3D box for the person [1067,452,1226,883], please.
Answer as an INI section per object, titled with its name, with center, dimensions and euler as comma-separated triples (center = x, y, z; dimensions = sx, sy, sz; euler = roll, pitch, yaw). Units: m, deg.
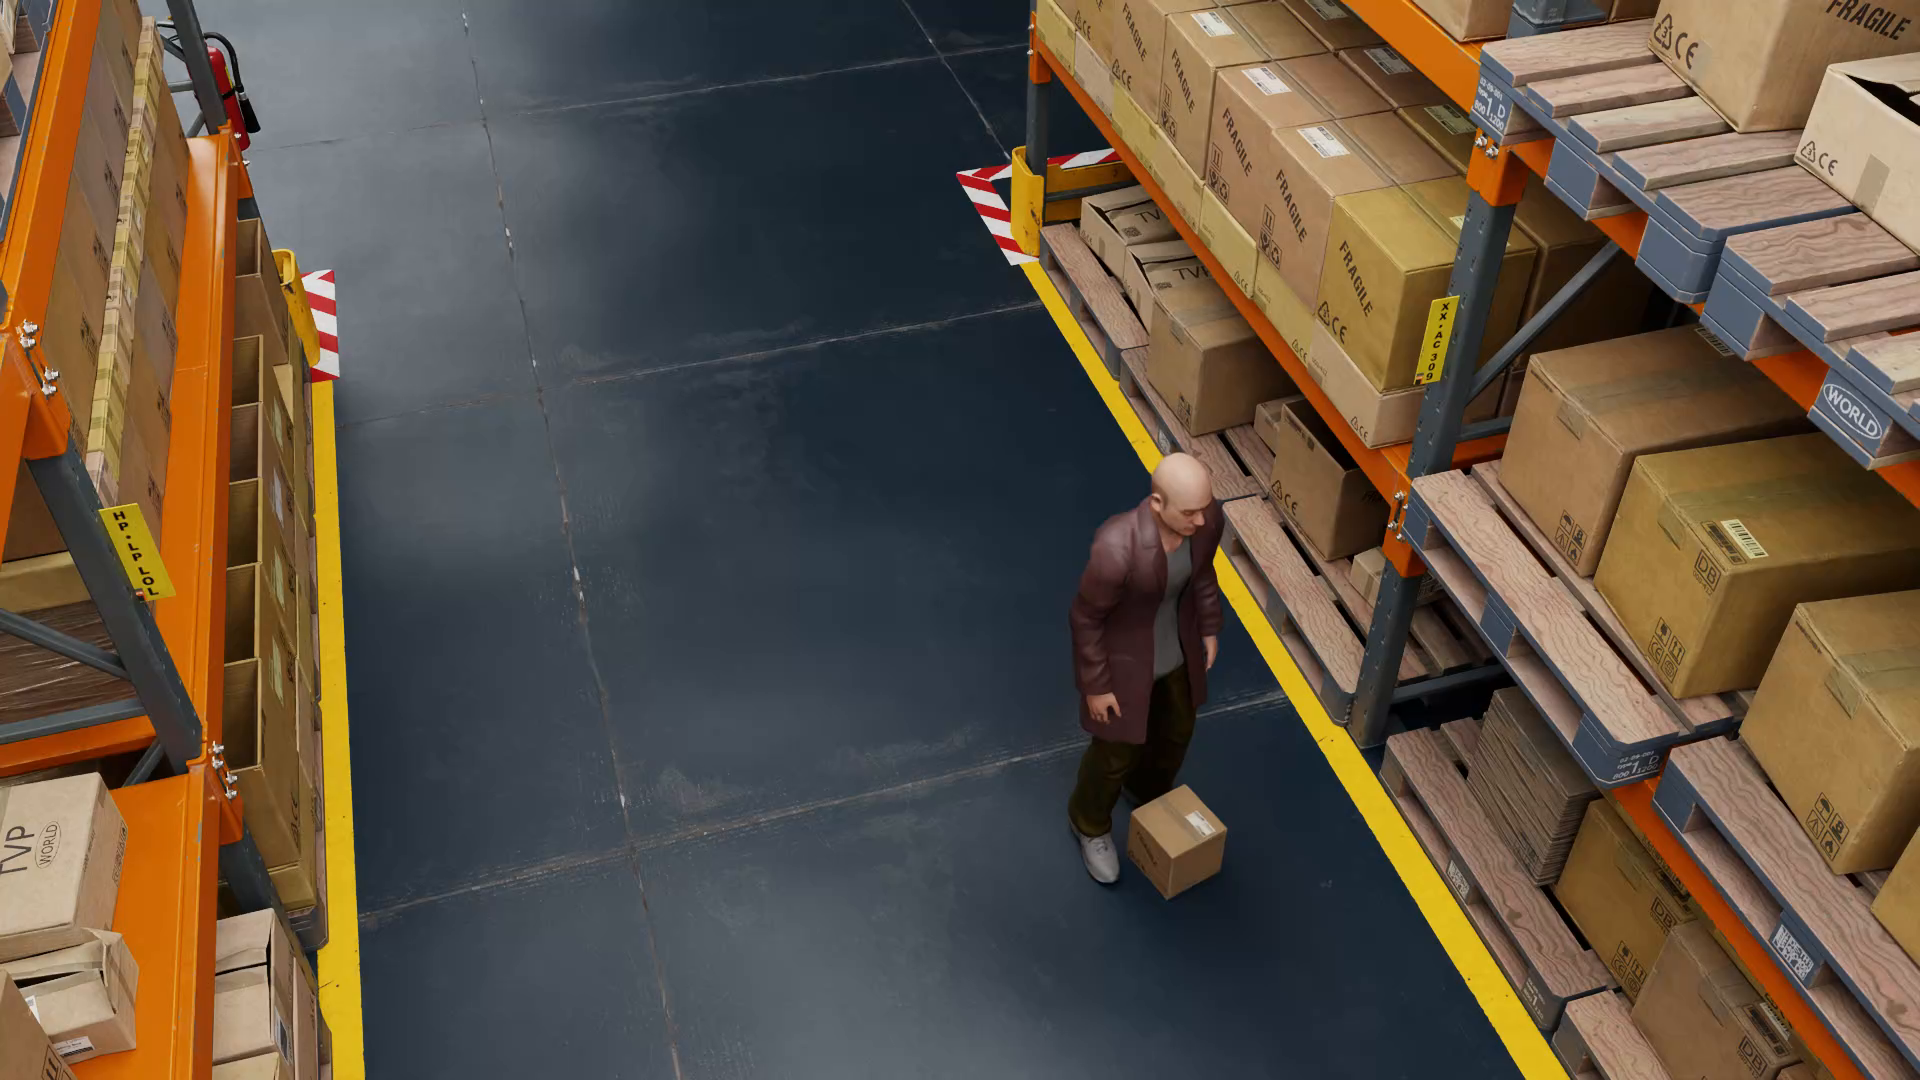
[person]
center = 0.648, 0.403, 5.719
dimensions = 0.622, 1.774, 0.426
euler = -24, 47, -25
